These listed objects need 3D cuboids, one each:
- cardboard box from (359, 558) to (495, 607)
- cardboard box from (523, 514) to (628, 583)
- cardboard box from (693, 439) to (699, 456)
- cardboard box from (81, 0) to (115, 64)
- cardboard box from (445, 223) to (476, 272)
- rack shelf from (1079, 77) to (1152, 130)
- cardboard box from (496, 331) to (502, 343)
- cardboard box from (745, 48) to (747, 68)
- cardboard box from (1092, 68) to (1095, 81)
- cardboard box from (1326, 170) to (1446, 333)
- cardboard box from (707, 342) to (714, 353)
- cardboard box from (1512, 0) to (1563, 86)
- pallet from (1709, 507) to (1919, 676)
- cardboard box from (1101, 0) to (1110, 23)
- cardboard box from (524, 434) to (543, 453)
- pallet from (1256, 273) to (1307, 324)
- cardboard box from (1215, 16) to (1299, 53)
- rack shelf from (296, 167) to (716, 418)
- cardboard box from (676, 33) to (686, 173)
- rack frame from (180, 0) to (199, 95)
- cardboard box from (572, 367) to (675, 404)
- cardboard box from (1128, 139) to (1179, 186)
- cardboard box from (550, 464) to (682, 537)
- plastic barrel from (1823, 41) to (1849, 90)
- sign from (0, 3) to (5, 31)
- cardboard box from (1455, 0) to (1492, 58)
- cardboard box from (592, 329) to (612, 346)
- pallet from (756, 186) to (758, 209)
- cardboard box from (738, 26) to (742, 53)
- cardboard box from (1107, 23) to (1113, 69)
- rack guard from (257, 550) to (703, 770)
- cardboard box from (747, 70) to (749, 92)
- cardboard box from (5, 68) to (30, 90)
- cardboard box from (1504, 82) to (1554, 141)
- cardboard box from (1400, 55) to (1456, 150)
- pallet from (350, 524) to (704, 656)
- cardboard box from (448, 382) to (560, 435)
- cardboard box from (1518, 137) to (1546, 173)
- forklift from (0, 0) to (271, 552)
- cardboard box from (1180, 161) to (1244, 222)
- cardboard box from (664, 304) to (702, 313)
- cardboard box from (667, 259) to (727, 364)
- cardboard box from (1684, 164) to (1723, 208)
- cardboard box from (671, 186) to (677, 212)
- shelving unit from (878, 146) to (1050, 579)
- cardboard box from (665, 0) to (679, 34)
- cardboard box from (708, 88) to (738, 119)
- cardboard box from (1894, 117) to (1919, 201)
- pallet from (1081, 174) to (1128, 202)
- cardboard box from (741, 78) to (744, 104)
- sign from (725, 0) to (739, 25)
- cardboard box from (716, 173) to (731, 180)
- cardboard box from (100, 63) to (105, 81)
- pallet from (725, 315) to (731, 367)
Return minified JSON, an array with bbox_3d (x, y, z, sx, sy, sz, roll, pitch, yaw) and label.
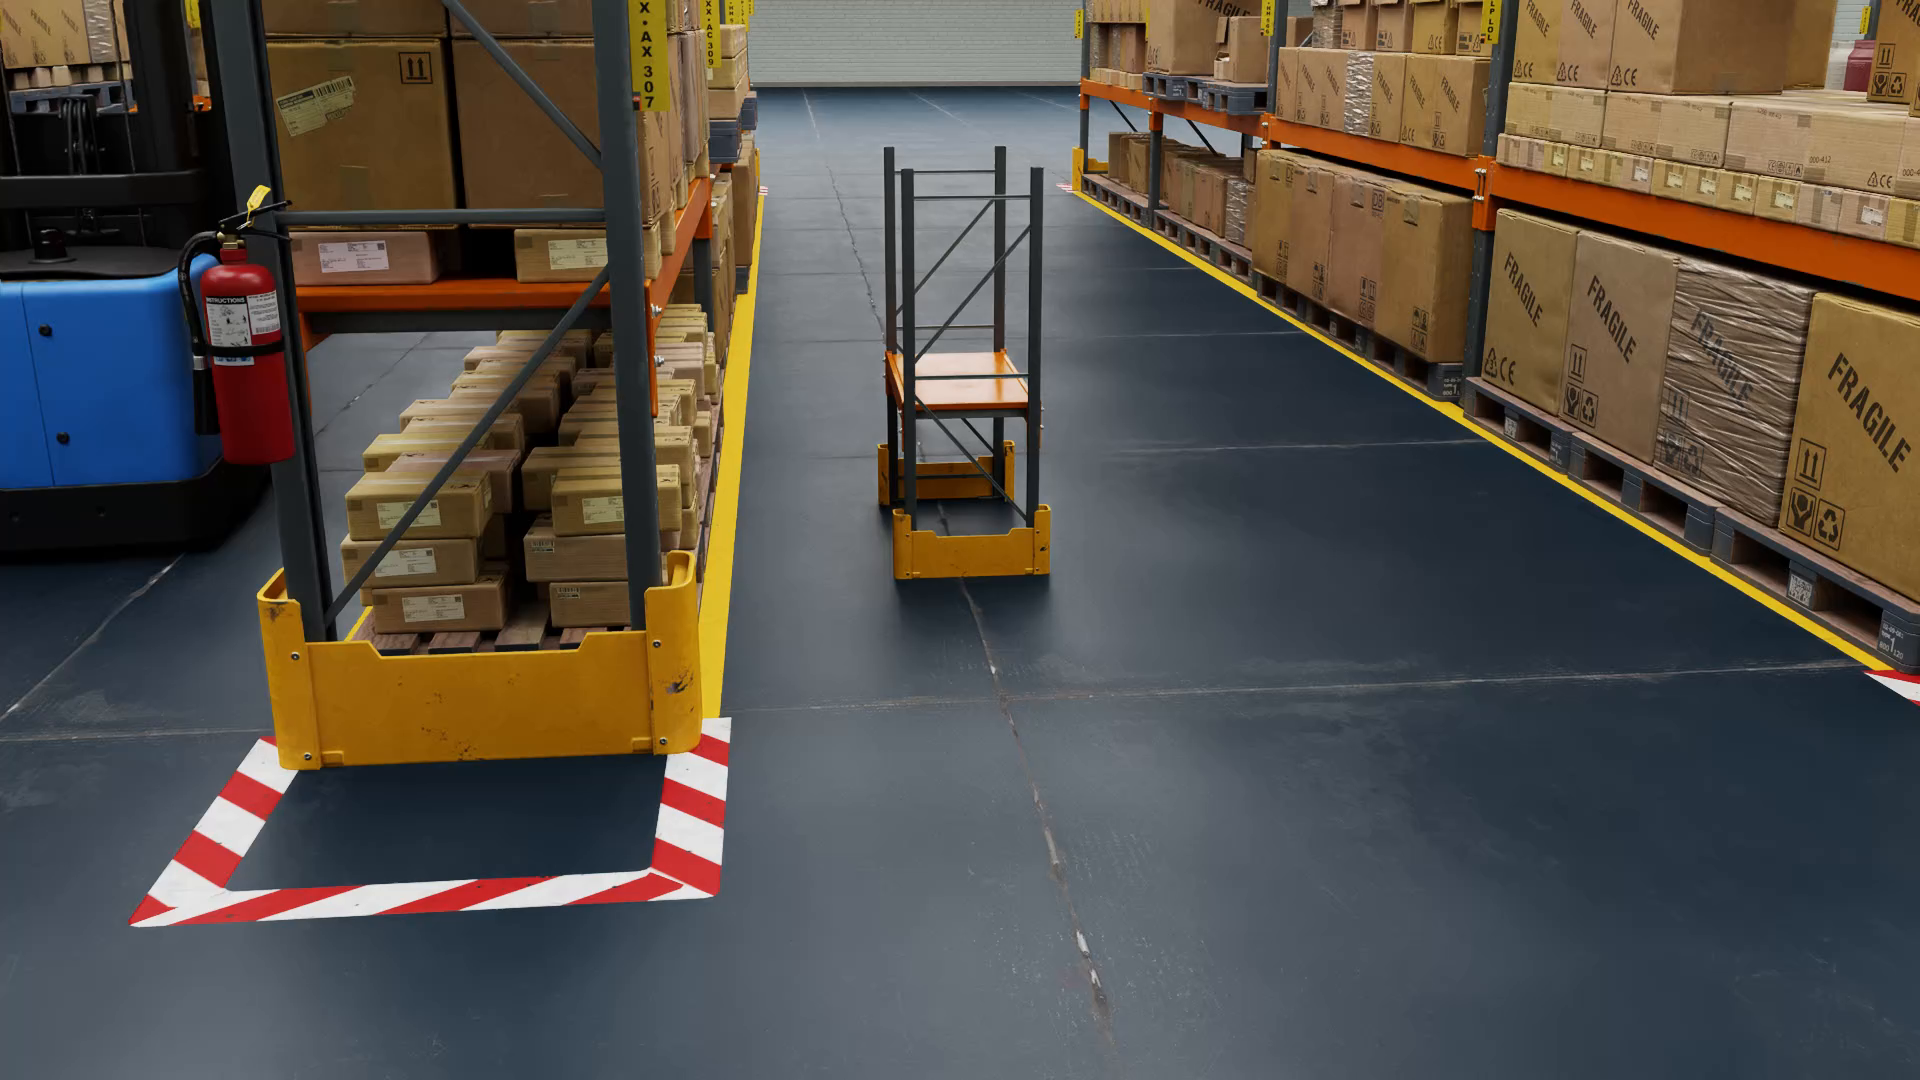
[{"bbox_3d":[-1.727,0.102,5.403,0.380,0.149,0.250,-1,17,-4],"label":"cardboard box"},{"bbox_3d":[-1.137,0.020,5.167,0.380,0.149,0.250,-1,17,-3],"label":"cardboard box"},{"bbox_3d":[-1.247,-0.301,6.685,0.380,0.149,0.250,-2,18,-6],"label":"cardboard box"},{"bbox_3d":[-7.059,-4.028,13.134,0.500,0.500,0.500,-2,18,-8],"label":"cardboard box"},{"bbox_3d":[-1.641,-0.878,4.884,0.380,0.149,0.250,-2,18,-6],"label":"cardboard box"},{"bbox_3d":[2.162,-4.785,18.111,1.077,0.370,4.000,-2,18,-6],"label":"rack shelf"},{"bbox_3d":[-1.952,-0.957,7.782,0.380,0.149,0.250,-1,17,-3],"label":"cardboard box"},{"bbox_3d":[-1.630,-3.227,11.170,0.380,0.149,0.250,-1,17,-4],"label":"cardboard box"},{"bbox_3d":[1.754,-5.437,19.406,0.380,0.149,0.250,-2,18,-6],"label":"cardboard box"},{"bbox_3d":[3.014,-1.792,10.222,1.225,0.875,0.875,-2,18,-8],"label":"cardboard box"},{"bbox_3d":[-1.362,-0.843,7.918,0.380,0.149,0.250,-3,18,-8],"label":"cardboard box"},{"bbox_3d":[2.988,-2.426,7.900,0.500,0.500,0.500,-2,18,-6],"label":"cardboard box"},{"bbox_3d":[3.445,0.138,5.886,1.003,0.211,1.213,-2,18,-6],"label":"pallet"},{"bbox_3d":[1.839,-5.920,18.194,0.500,0.500,0.500,-2,18,-6],"label":"cardboard box"},{"bbox_3d":[-1.806,-0.350,6.346,0.380,0.149,0.250,-1,17,-3],"label":"cardboard box"},{"bbox_3d":[2.787,-1.773,11.972,1.003,0.211,1.213,-2,18,-6],"label":"pallet"},{"bbox_3d":[2.639,-4.268,14.391,0.797,0.503,0.637,0,17,0],"label":"cardboard box"},{"bbox_3d":[-1.545,-1.087,6.331,1.077,0.370,4.000,-2,18,-6],"label":"rack shelf"},{"bbox_3d":[-1.287,-1.622,6.174,0.500,0.500,0.500,-2,18,-7],"label":"cardboard box"},{"bbox_3d":[-7.489,-4.226,15.130,1.000,3.000,0.127,-2,18,-6],"label":"rack frame"},{"bbox_3d":[-1.331,-0.588,6.607,0.380,0.149,0.250,-2,18,-6],"label":"cardboard box"},{"bbox_3d":[2.145,-4.181,18.459,0.500,0.500,0.500,0,17,0],"label":"cardboard box"},{"bbox_3d":[-1.054,-0.125,5.131,0.380,0.149,0.250,-3,18,-8],"label":"cardboard box"},{"bbox_3d":[7.345,-3.972,14.135,0.421,0.512,0.421,0,17,0],"label":"plastic barrel"},{"bbox_3d":[-6.525,-3.605,11.219,0.100,0.325,0.005,-2,18,-6],"label":"sign"},{"bbox_3d":[3.119,-2.865,8.954,0.797,0.503,0.637,-2,18,-7],"label":"cardboard box"},{"bbox_3d":[-2.078,-1.246,9.111,0.500,0.500,0.500,-2,18,-7],"label":"cardboard box"},{"bbox_3d":[-2.706,-3.672,18.021,1.003,0.211,1.213,-2,18,-6],"label":"pallet"},{"bbox_3d":[-1.468,-2.907,9.653,0.380,0.149,0.250,-1,17,-4],"label":"cardboard box"},{"bbox_3d":[2.156,-5.604,18.855,0.875,0.500,0.500,-2,18,-6],"label":"cardboard box"},{"bbox_3d":[-1.346,0.336,4.772,1.175,0.500,0.348,-2,18,-6],"label":"rack guard"},{"bbox_3d":[-1.655,-3.165,11.469,0.380,0.149,0.250,-1,17,-5],"label":"cardboard box"},{"bbox_3d":[-6.921,-3.303,11.907,0.380,0.149,0.250,-3,18,-9],"label":"cardboard box"},{"bbox_3d":[2.981,-2.071,8.020,0.500,0.250,0.500,-2,18,-7],"label":"cardboard box"},{"bbox_3d":[2.829,-2.475,9.386,0.500,0.500,0.500,-1,17,-4],"label":"cardboard box"},{"bbox_3d":[-1.395,0.231,5.590,1.003,0.211,1.213,-2,18,-6],"label":"pallet"},{"bbox_3d":[-1.730,-0.497,6.318,0.380,0.149,0.250,-2,18,-7],"label":"cardboard box"},{"bbox_3d":[2.920,-1.852,7.989,0.380,0.149,0.250,-2,18,-7],"label":"cardboard box"},{"bbox_3d":[-3.722,-1.743,7.335,1.130,2.935,3.031,-4,18,-11],"label":"forklift"},{"bbox_3d":[2.440,-3.223,15.375,0.700,0.500,0.500,-2,18,-6],"label":"cardboard box"},{"bbox_3d":[-1.455,-1.052,8.084,0.380,0.149,0.250,-1,17,-4],"label":"cardboard box"},{"bbox_3d":[-1.563,-1.262,9.160,0.500,0.500,0.500,-1,17,-3],"label":"cardboard box"},{"bbox_3d":[3.084,-1.389,6.511,0.380,0.149,0.250,-1,17,-5],"label":"cardboard box"},{"bbox_3d":[-1.257,-1.284,6.178,0.380,0.149,0.250,-1,17,-4],"label":"cardboard box"},{"bbox_3d":[-0.008,-0.738,6.525,0.587,1.500,1.083,-2,18,-6],"label":"shelving unit"},{"bbox_3d":[-1.210,-1.948,5.542,0.500,0.500,0.500,-2,18,-7],"label":"cardboard box"},{"bbox_3d":[-1.334,-2.238,8.515,0.380,0.149,0.250,-3,18,-8],"label":"cardboard box"},{"bbox_3d":[3.292,-1.164,5.129,0.500,0.250,0.500,-2,18,-7],"label":"cardboard box"},{"bbox_3d":[2.012,-4.128,19.473,1.003,0.211,1.213,-2,18,-6],"label":"pallet"},{"bbox_3d":[-1.497,-2.702,9.993,0.380,0.149,0.250,-3,18,-8],"label":"cardboard box"},{"bbox_3d":[-1.625,-3.752,11.818,0.100,0.325,0.005,-2,18,-6],"label":"sign"},{"bbox_3d":[-1.832,-2.387,11.493,0.500,0.250,0.500,-2,18,-7],"label":"cardboard box"},{"bbox_3d":[-7.146,-3.776,13.414,0.380,0.149,0.250,-2,18,-8],"label":"cardboard box"},{"bbox_3d":[-1.962,-1.291,10.438,1.003,0.211,1.213,-2,18,-6],"label":"pallet"}]
